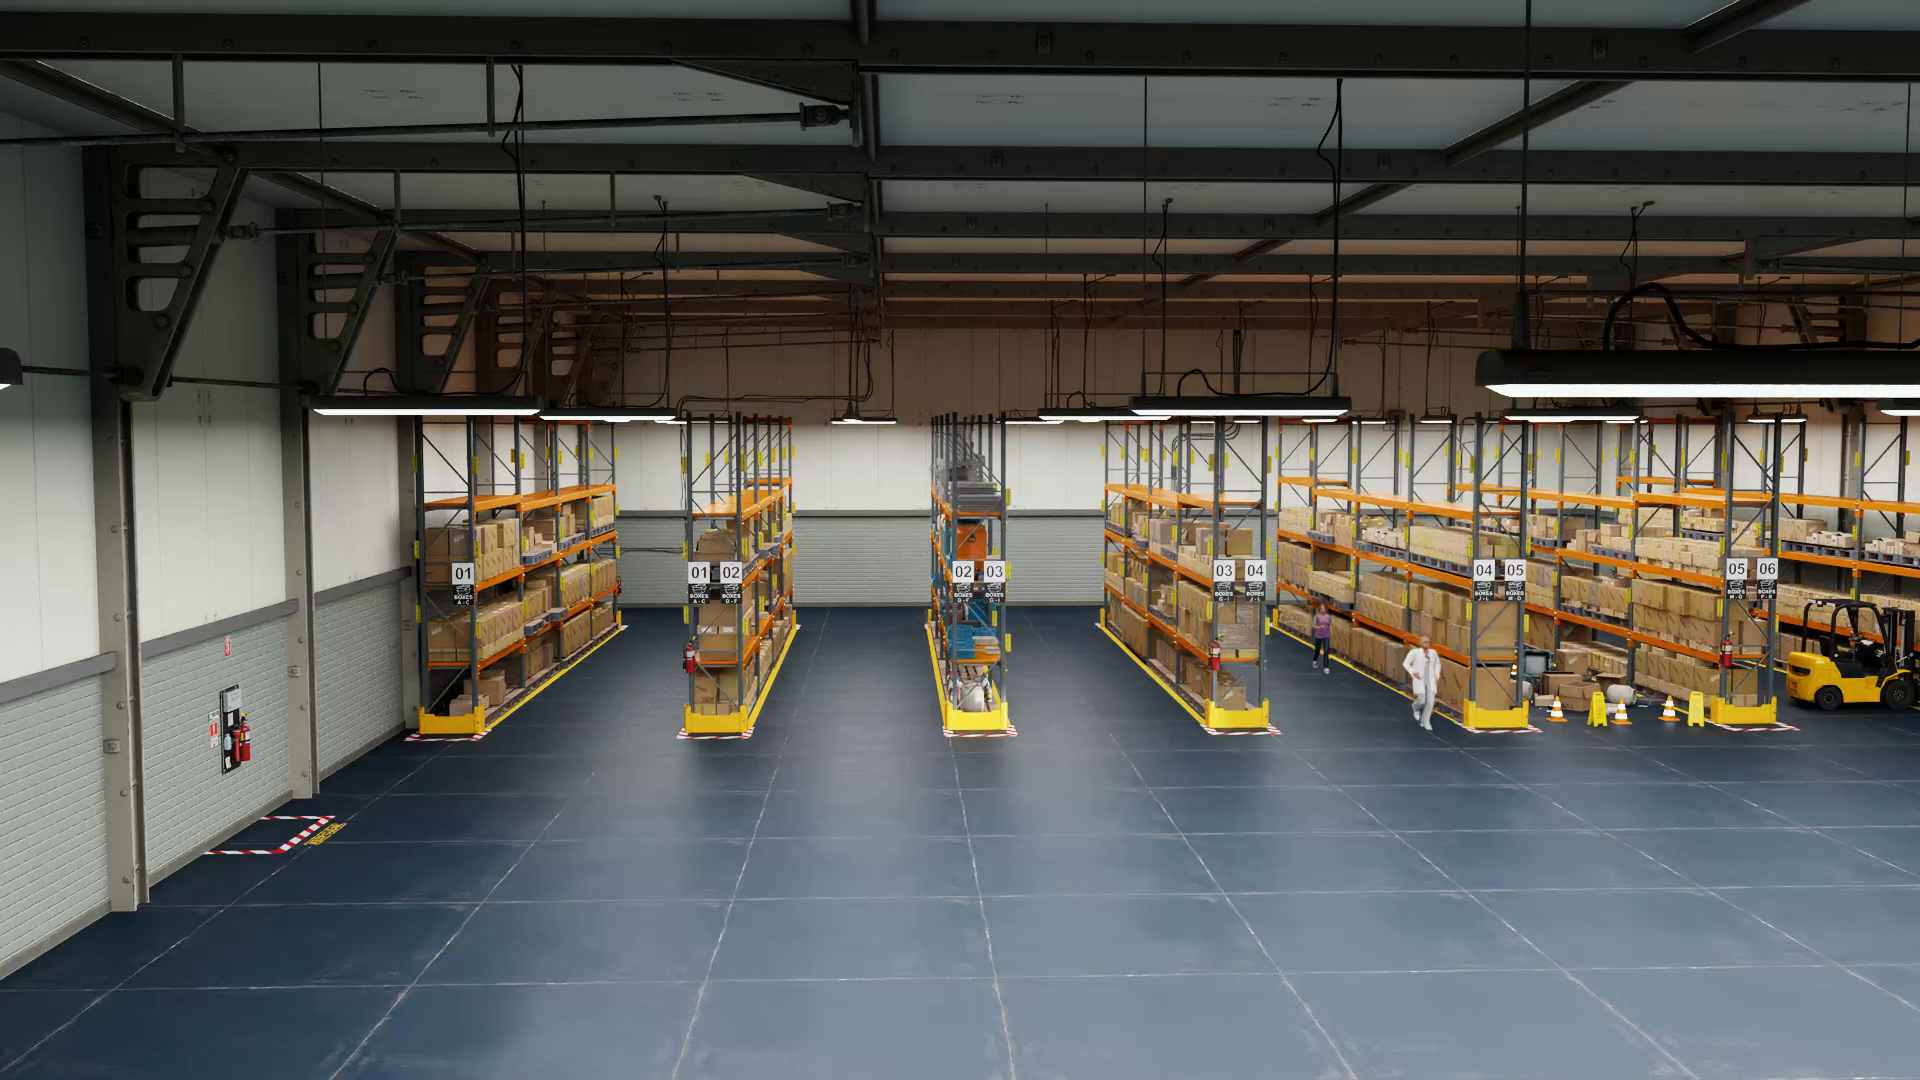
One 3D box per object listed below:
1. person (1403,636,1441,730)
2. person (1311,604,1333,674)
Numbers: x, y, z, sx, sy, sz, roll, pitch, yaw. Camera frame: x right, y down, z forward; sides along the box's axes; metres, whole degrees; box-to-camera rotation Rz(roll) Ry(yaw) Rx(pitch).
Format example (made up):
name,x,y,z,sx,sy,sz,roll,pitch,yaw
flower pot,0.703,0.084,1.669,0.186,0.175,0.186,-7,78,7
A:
name,x,y,z,sx,sy,sz,roll,pitch,yaw
person,8.833,2.705,31.726,0.749,1.756,0.710,0,4,-5
person,8.433,2.272,38.710,0.541,1.579,0.899,0,4,0
